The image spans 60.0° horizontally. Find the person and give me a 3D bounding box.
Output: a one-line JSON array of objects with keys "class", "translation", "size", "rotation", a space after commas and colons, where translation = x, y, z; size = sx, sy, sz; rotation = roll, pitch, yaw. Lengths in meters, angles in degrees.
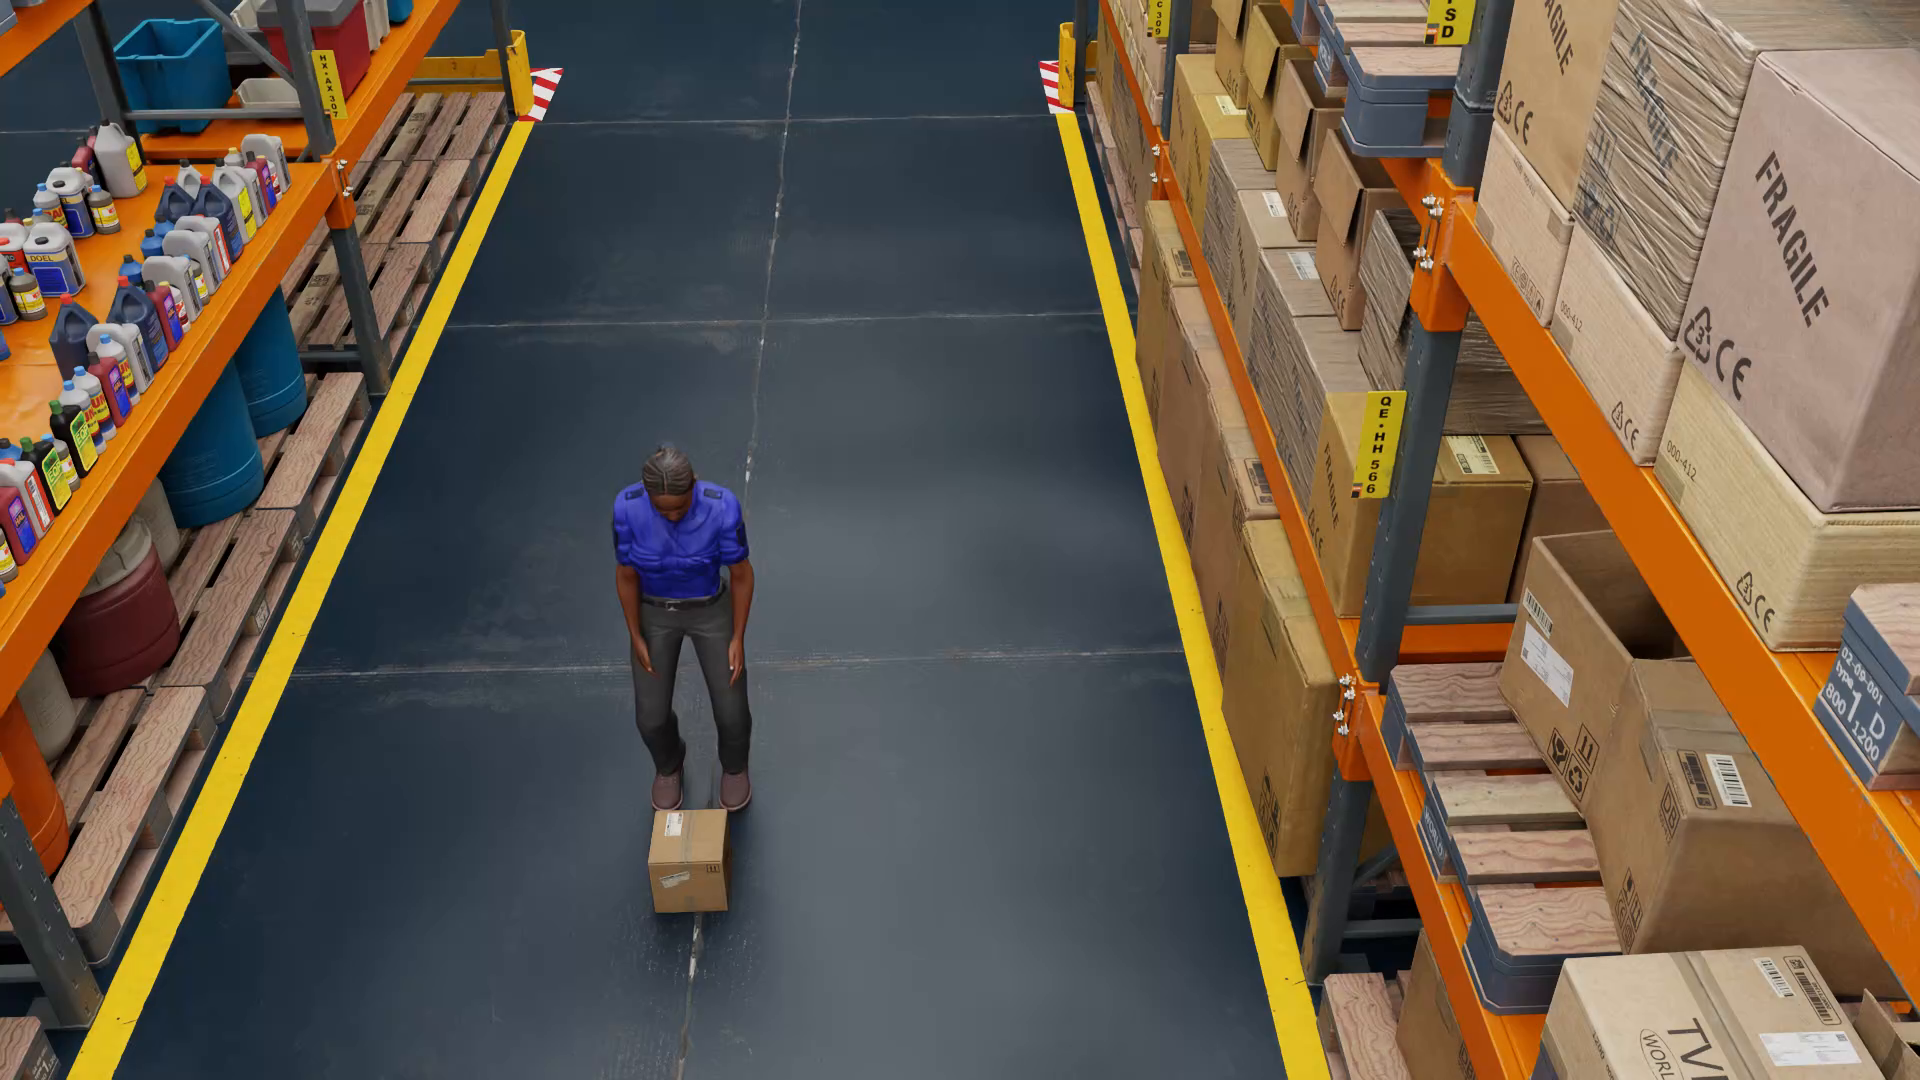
[{"class": "person", "translation": [-0.937, 0.302, 5.810], "size": [0.469, 1.575, 0.431], "rotation": [-1, 35, -1]}]
